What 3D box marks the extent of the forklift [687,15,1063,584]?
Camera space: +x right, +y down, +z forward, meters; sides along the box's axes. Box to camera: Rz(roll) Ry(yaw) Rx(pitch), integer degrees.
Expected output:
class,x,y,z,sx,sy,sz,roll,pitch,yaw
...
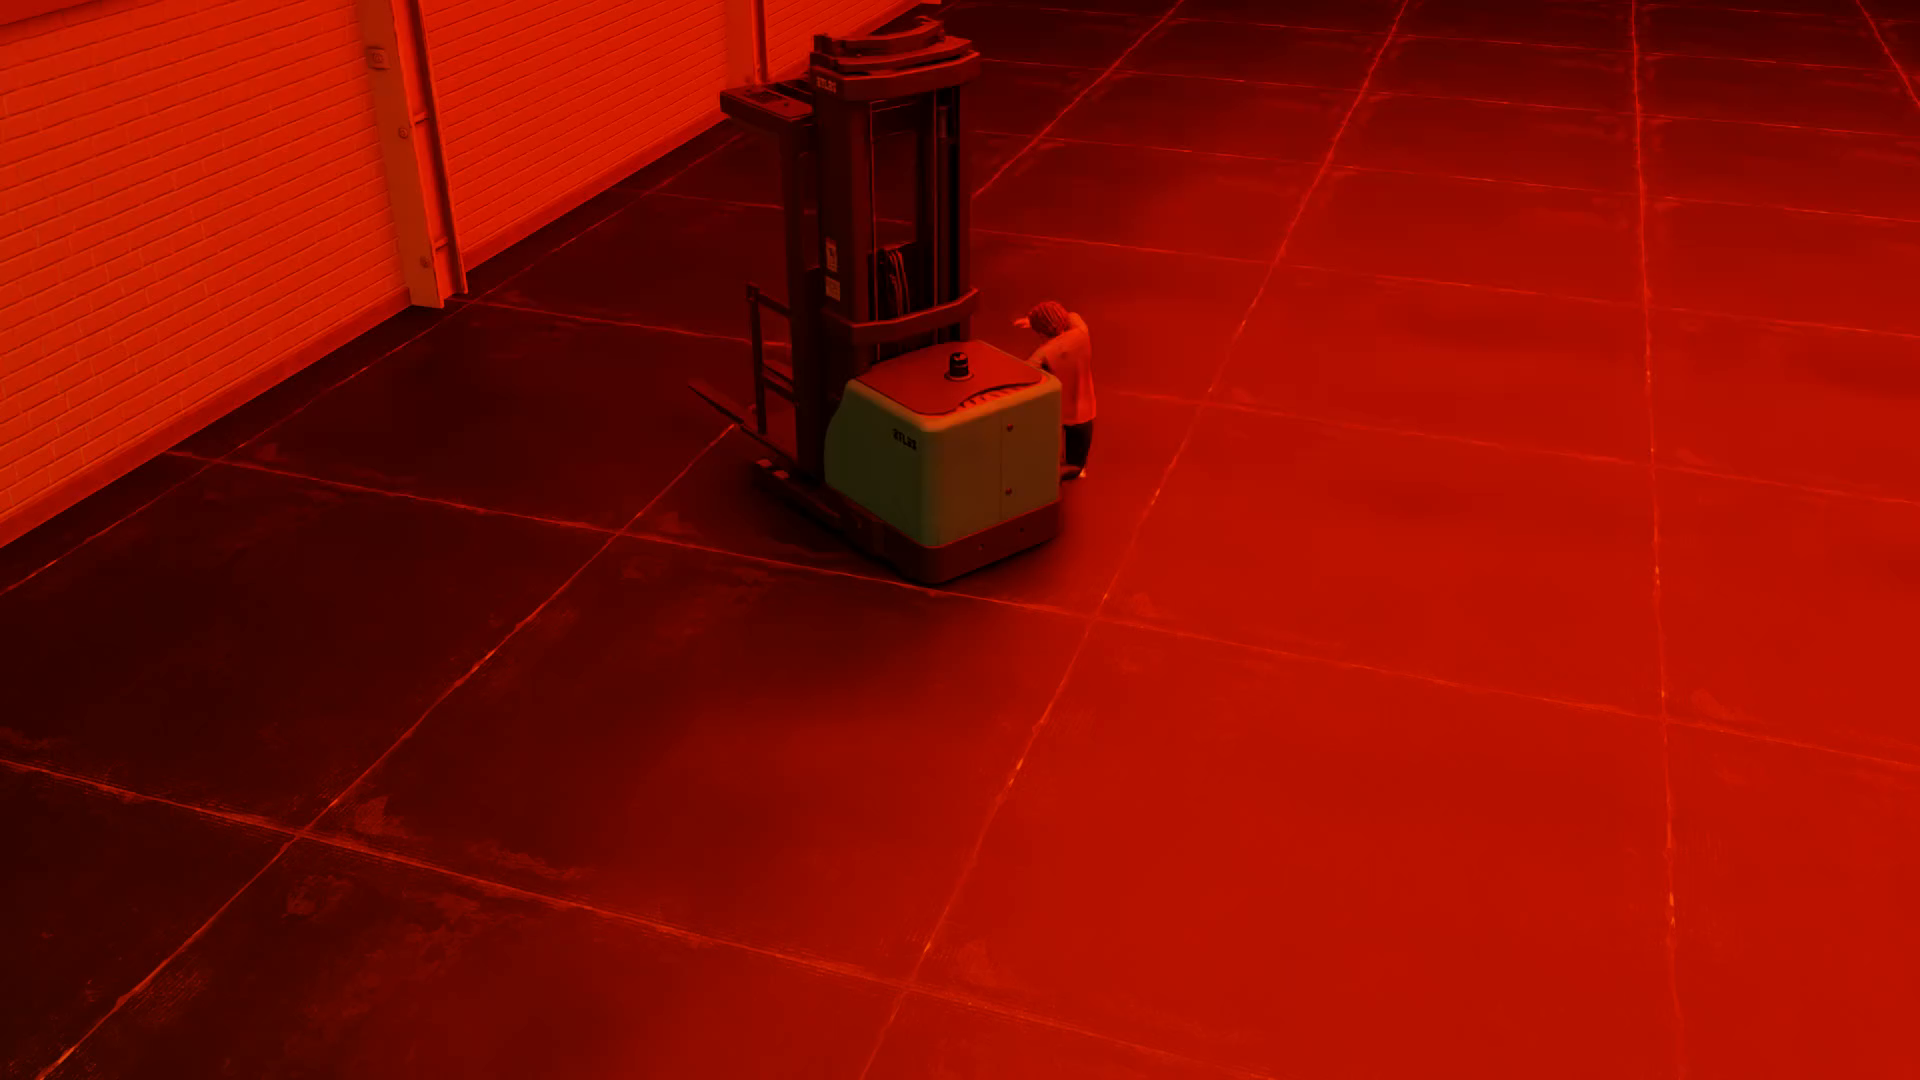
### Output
class,x,y,z,sx,sy,sz,roll,pitch,yaw
forklift,-0.699,-1.687,10.097,1.130,2.935,3.031,-21,36,-33

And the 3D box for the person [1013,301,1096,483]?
class,x,y,z,sx,sy,sz,roll,pitch,yaw
person,0.489,-0.858,10.298,0.701,1.342,0.879,9,31,15
